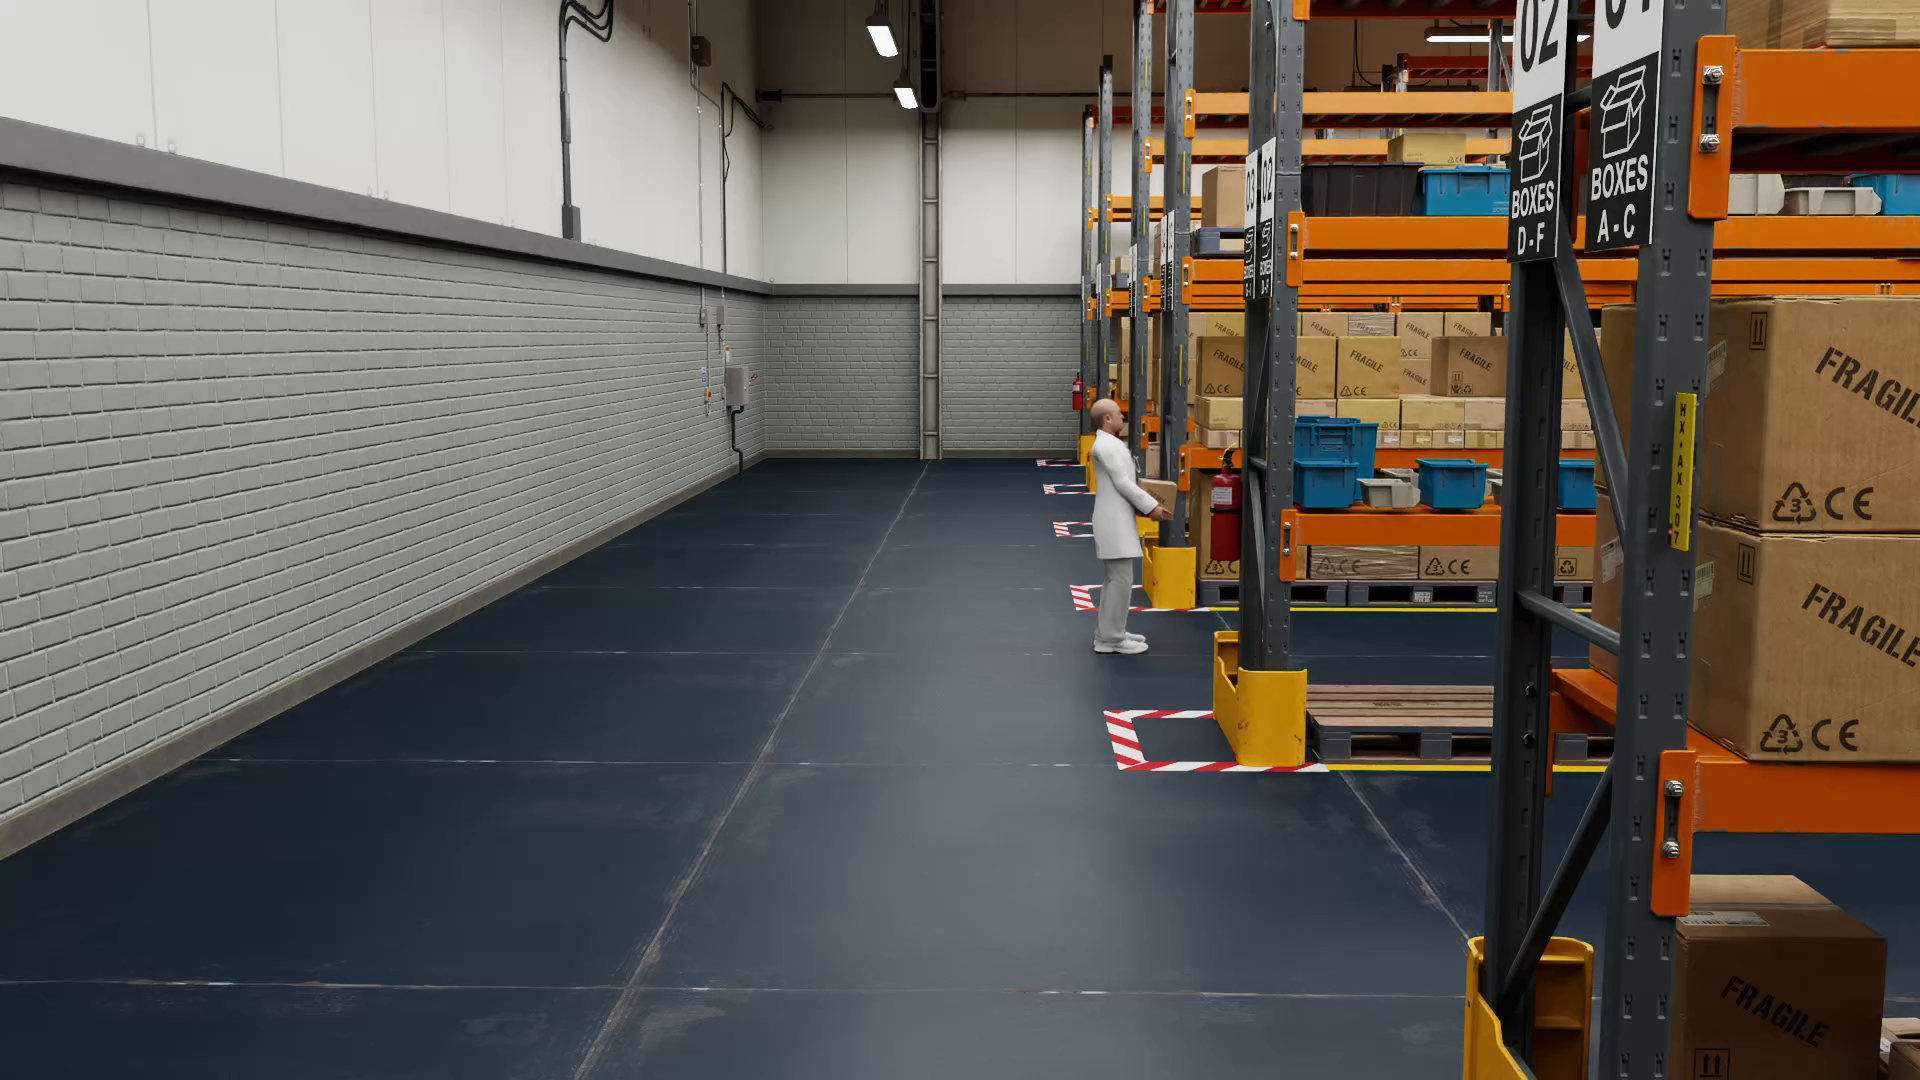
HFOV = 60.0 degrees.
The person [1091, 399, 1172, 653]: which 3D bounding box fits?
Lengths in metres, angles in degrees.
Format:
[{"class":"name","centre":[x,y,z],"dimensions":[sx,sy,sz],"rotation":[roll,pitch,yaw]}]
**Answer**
[{"class":"person","centre":[1.192,-0.106,11.697],"dimensions":[0.563,1.769,0.530],"rotation":[0,7,1]}]
